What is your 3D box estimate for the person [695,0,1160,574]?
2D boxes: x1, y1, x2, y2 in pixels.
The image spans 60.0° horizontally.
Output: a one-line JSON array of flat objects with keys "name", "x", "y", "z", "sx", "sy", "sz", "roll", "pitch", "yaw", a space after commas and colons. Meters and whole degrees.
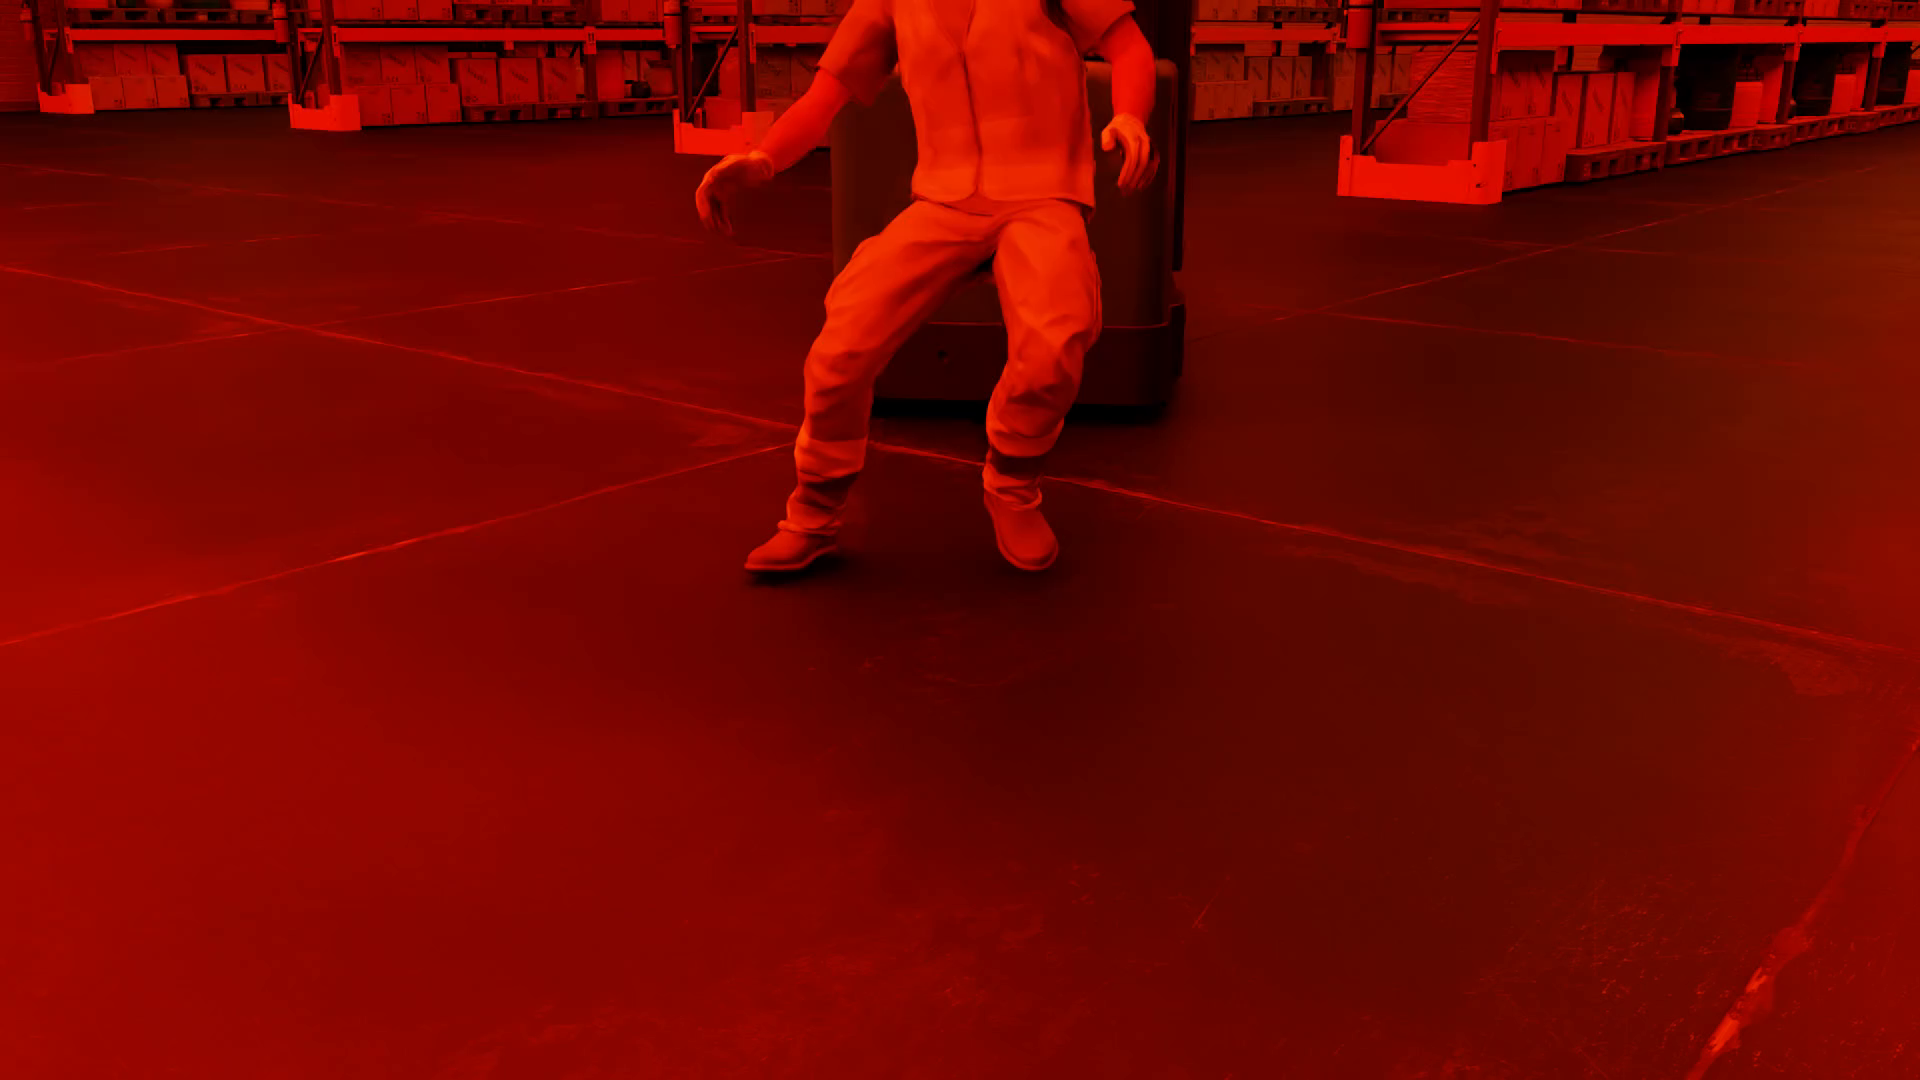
[{"name": "person", "x": -0.016, "y": -0.694, "z": 3.448, "sx": 0.907, "sy": 1.624, "sz": 0.632, "roll": 6, "pitch": 18, "yaw": 19}]

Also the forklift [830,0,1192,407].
[{"name": "forklift", "x": 0.318, "y": -2.191, "z": 6.113, "sx": 1.130, "sy": 2.935, "sz": 3.031, "roll": 2, "pitch": 17, "yaw": 8}]
